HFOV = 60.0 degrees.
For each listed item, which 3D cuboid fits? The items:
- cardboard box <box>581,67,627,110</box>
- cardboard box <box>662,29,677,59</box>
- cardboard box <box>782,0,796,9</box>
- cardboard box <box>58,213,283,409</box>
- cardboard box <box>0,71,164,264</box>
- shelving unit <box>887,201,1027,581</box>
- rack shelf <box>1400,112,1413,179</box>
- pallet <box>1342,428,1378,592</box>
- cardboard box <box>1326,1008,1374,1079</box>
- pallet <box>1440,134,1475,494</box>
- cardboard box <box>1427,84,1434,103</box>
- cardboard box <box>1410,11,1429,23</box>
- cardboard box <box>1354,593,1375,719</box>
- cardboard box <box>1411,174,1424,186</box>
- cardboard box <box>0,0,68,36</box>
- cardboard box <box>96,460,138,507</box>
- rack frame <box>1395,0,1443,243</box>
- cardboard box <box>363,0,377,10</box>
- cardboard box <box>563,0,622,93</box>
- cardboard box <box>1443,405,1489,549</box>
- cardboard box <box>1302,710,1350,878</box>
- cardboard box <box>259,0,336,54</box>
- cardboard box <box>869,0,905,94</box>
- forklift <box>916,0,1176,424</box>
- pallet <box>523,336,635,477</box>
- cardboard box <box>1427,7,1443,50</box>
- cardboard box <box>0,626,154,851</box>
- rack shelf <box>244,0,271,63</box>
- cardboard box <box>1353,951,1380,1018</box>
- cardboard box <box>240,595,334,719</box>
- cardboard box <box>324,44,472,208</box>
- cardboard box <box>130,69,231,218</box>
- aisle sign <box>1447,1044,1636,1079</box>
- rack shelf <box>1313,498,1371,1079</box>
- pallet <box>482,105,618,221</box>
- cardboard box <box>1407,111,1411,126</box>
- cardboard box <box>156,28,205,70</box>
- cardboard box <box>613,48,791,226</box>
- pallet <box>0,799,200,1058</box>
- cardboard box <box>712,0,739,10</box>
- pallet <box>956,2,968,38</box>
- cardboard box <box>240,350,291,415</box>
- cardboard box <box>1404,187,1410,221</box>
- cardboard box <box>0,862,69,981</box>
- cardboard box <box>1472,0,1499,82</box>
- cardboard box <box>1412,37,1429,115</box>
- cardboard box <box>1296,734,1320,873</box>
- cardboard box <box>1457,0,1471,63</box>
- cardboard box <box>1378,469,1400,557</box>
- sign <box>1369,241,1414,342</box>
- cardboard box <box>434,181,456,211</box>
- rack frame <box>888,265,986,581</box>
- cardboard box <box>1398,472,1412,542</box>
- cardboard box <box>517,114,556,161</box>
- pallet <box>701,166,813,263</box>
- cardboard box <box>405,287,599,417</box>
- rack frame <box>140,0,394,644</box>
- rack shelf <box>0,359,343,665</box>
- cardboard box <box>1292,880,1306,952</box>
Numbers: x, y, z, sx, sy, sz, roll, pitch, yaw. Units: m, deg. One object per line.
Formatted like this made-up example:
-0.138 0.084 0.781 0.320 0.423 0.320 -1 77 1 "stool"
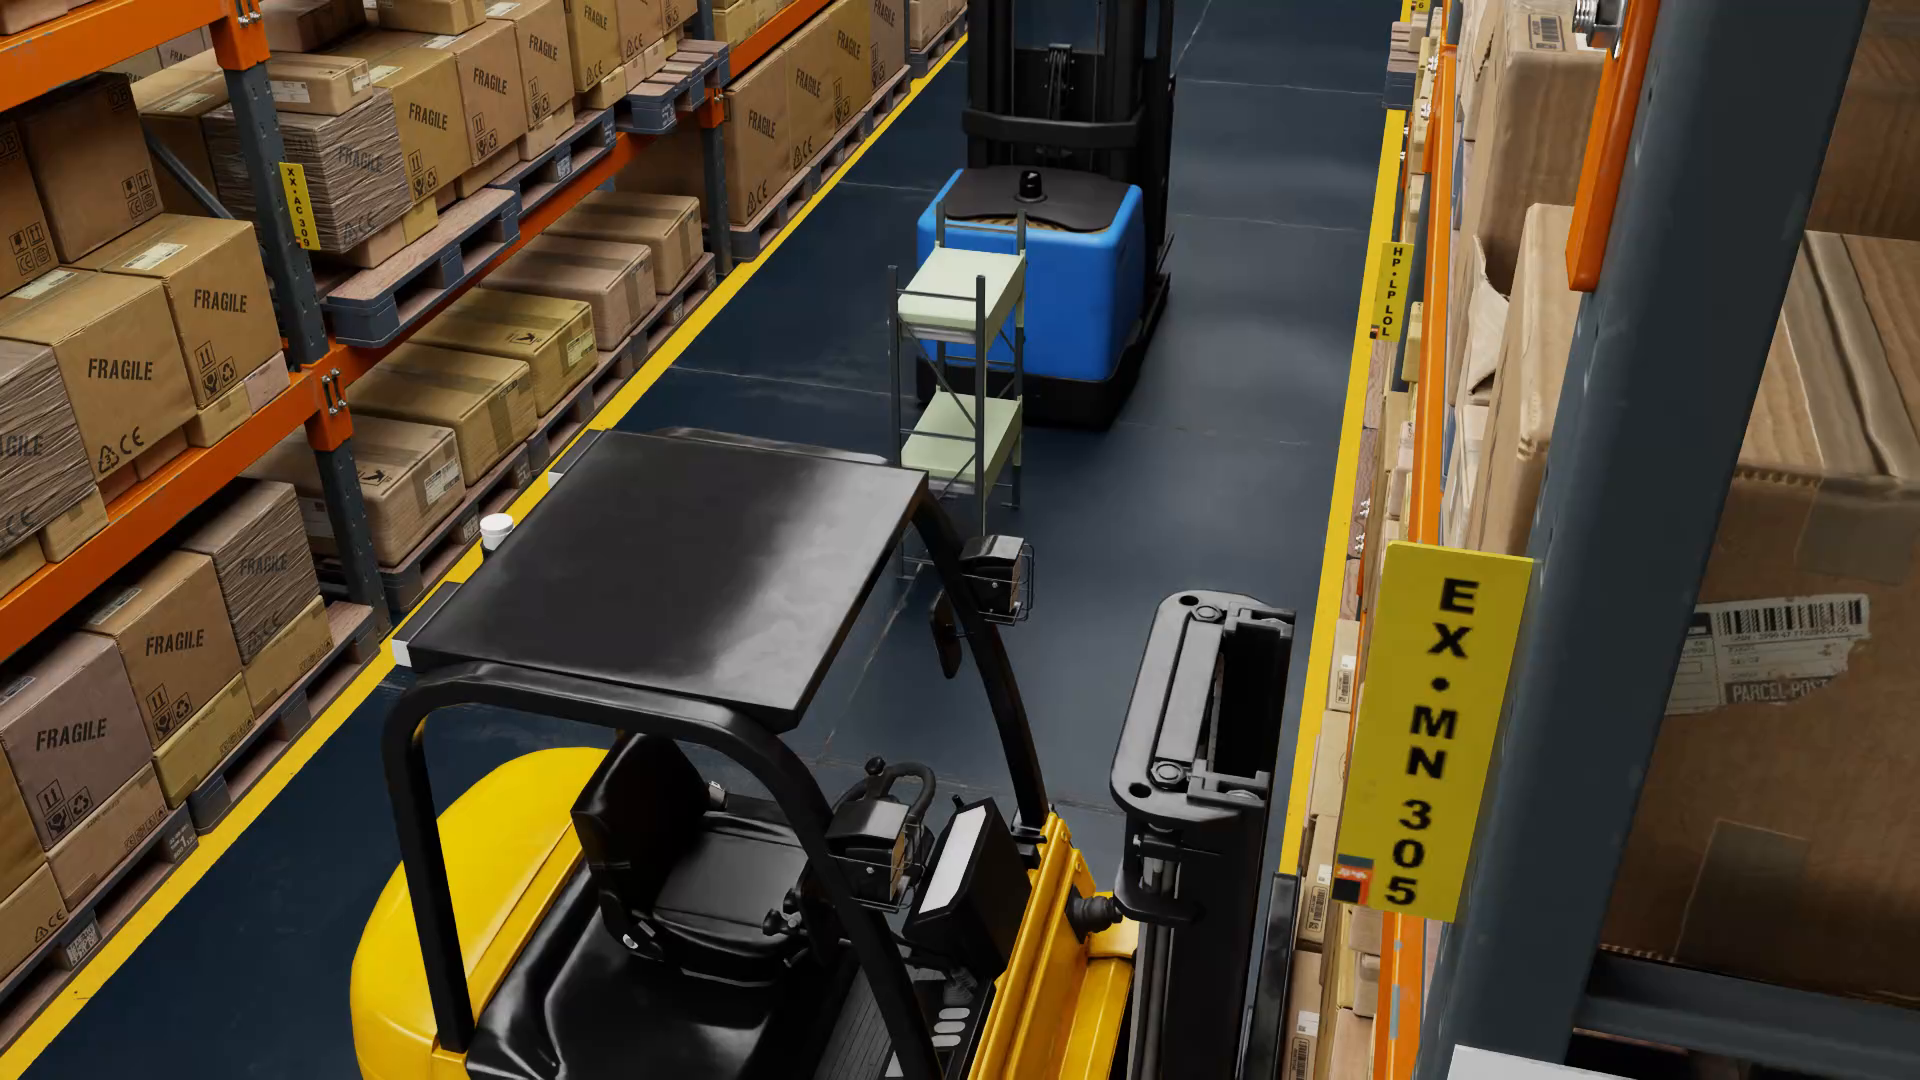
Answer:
-1.921 -2.302 8.418 0.380 0.149 0.250 9 33 13 "cardboard box"
-1.772 -2.713 9.065 0.380 0.149 0.250 9 33 13 "cardboard box"
-1.299 -3.690 10.898 0.500 0.250 0.500 9 34 14 "cardboard box"
-2.806 -0.821 5.875 0.500 0.500 0.500 7 33 11 "cardboard box"
-3.255 -1.308 5.710 0.700 0.500 0.500 8 33 12 "cardboard box"
-0.002 -0.629 7.342 0.431 1.500 0.755 8 33 12 "shelving unit"
3.391 -3.054 10.428 1.077 0.370 4.000 8 33 12 "rack shelf"
2.325 -0.090 7.694 1.003 0.211 1.213 8 33 12 "pallet"
0.865 1.231 2.925 0.500 0.500 0.500 9 34 14 "cardboard box"
1.365 -0.395 2.862 1.003 0.211 1.213 8 33 12 "pallet"
2.200 -1.839 7.149 0.380 0.149 0.250 9 33 13 "cardboard box"
2.838 -3.025 9.461 0.500 0.250 0.500 6 33 10 "cardboard box"
1.260 0.444 4.162 0.500 0.500 0.500 8 33 12 "cardboard box"
2.005 -1.213 6.537 0.500 0.250 0.500 9 33 13 "cardboard box"
-2.910 -1.617 4.936 0.380 0.149 0.250 8 33 13 "cardboard box"
-2.995 -0.221 5.536 0.380 0.149 0.250 8 33 12 "cardboard box"
2.883 -2.319 8.603 1.000 3.000 0.127 8 33 12 "rack frame"
-2.645 -2.330 7.857 0.500 0.500 0.500 7 33 11 "cardboard box"
-2.013 -2.533 8.176 0.500 0.500 0.500 6 33 9 "cardboard box"
0.770 -0.019 1.937 0.380 0.149 0.250 7 33 11 "cardboard box"
1.303 0.790 4.951 0.500 0.250 0.500 8 33 12 "cardboard box"
-2.873 -2.166 6.995 0.380 0.149 0.250 7 33 11 "cardboard box"
-0.984 -4.017 12.862 0.875 0.875 0.875 9 34 14 "cardboard box"
0.642 -2.619 9.138 1.130 2.935 3.031 8 33 13 "forklift"
-2.430 -0.780 8.780 1.003 0.211 1.213 8 33 12 "pallet"
2.518 -2.510 8.205 0.380 0.149 0.250 9 34 14 "cardboard box"
-3.080 0.622 5.449 0.500 0.500 0.500 10 34 15 "cardboard box"
-2.426 -2.918 7.418 1.077 0.370 4.000 8 33 12 "rack shelf"
0.927 0.763 3.056 0.380 0.149 0.250 7 33 11 "cardboard box"
-2.824 0.409 6.482 0.500 0.250 0.500 10 34 15 "cardboard box"
-2.411 -1.727 6.908 0.500 0.500 0.500 8 33 13 "cardboard box"
-3.039 -1.533 6.604 0.500 0.500 0.500 7 33 11 "cardboard box"
0.553 0.729 1.384 0.394 0.787 0.004 8 33 12 "aisle sign"
1.361 1.098 3.898 1.077 0.370 4.000 8 33 12 "rack shelf"
-2.381 -1.880 8.089 1.003 0.211 1.213 8 33 12 "pallet"
3.558 -3.297 12.079 0.500 0.500 0.500 9 34 14 "cardboard box"
-6.056 -3.598 12.552 0.500 0.500 0.500 7 33 11 "cardboard box"
-1.663 -2.621 10.666 0.875 0.875 0.875 8 33 12 "cardboard box"
-3.378 1.248 5.591 1.003 0.211 1.213 8 33 12 "pallet"
-1.551 -3.370 9.929 0.500 0.250 0.500 8 33 12 "cardboard box"
-0.327 -4.911 15.279 1.003 0.211 1.213 8 33 12 "pallet"
-2.720 -0.603 6.137 0.380 0.149 0.250 8 33 12 "cardboard box"
2.278 -1.531 7.501 0.500 0.250 0.500 7 33 11 "cardboard box"
-3.214 1.212 5.220 0.500 0.250 0.500 10 34 16 "cardboard box"
1.272 -0.776 2.798 0.797 0.503 0.637 9 34 14 "cardboard box"
2.510 -2.274 8.204 0.500 0.250 0.500 8 33 12 "cardboard box"
1.425 0.945 5.638 0.500 0.250 0.500 8 33 13 "cardboard box"
1.422 -1.293 3.790 0.500 0.311 0.500 9 33 13 "cardboard box"
1.295 -0.039 4.317 0.380 0.149 0.250 9 33 13 "cardboard box"
1.341 -0.768 5.156 0.100 0.325 0.005 8 33 12 "sign"
-2.418 -1.518 7.185 0.380 0.149 0.250 10 34 15 "cardboard box"
-0.095 -0.440 7.043 0.400 1.500 0.023 8 33 12 "rack frame"
1.261 -0.021 4.011 0.380 0.149 0.250 8 33 12 "cardboard box"
-2.130 -1.905 7.794 0.380 0.149 0.250 9 34 14 "cardboard box"
-1.646 -2.215 11.038 1.003 0.211 1.213 8 33 12 "pallet"
-2.449 -0.993 8.574 0.950 0.372 0.625 9 34 14 "cardboard box"
-2.934 -0.918 6.397 1.000 3.000 0.127 8 33 12 "rack frame"
-3.441 0.424 4.958 1.077 0.370 4.000 8 33 12 "rack shelf"
1.182 1.258 4.680 0.500 0.250 0.500 8 33 12 "cardboard box"
